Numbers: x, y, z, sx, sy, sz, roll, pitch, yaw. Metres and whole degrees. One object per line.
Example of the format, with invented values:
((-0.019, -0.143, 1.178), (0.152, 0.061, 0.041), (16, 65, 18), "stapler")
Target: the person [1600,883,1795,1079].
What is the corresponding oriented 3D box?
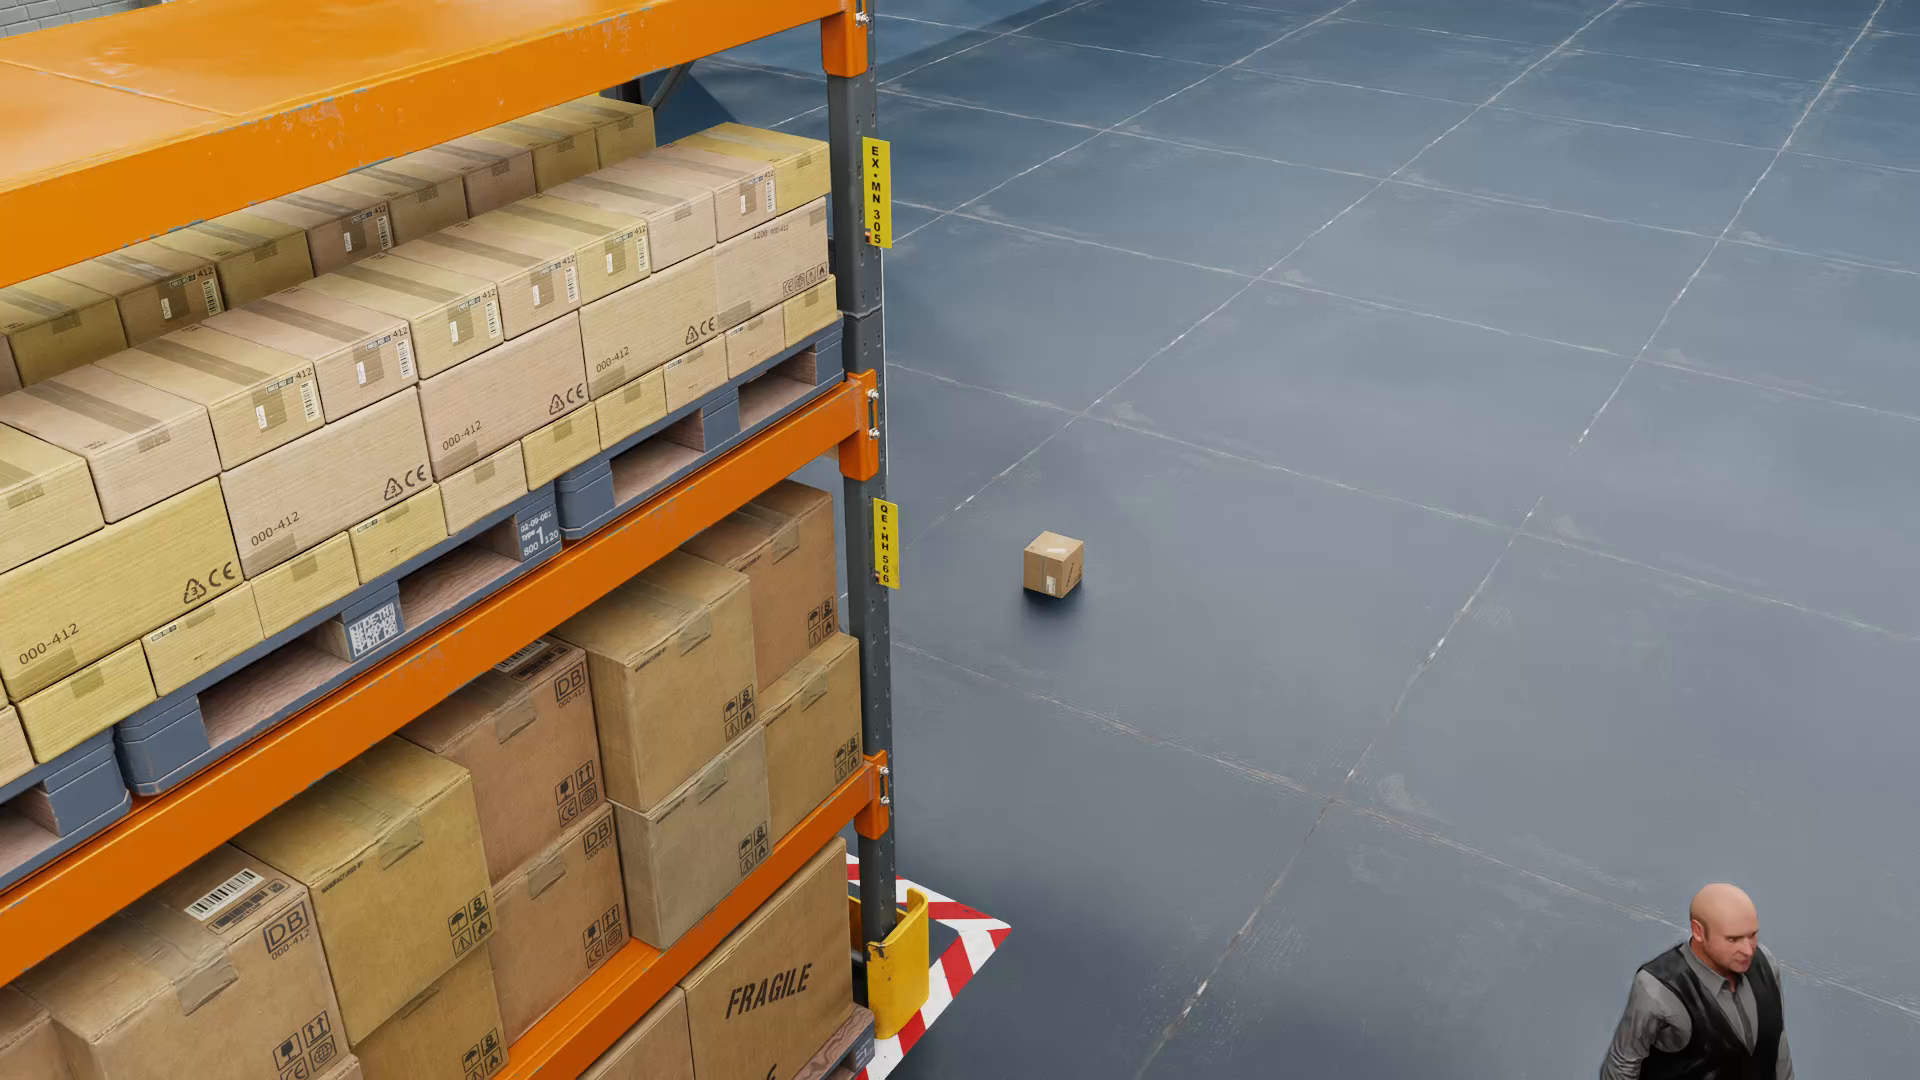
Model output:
((2.329, 1.814, 5.106), (0.552, 1.678, 0.928), (-15, 34, -25), "person")
